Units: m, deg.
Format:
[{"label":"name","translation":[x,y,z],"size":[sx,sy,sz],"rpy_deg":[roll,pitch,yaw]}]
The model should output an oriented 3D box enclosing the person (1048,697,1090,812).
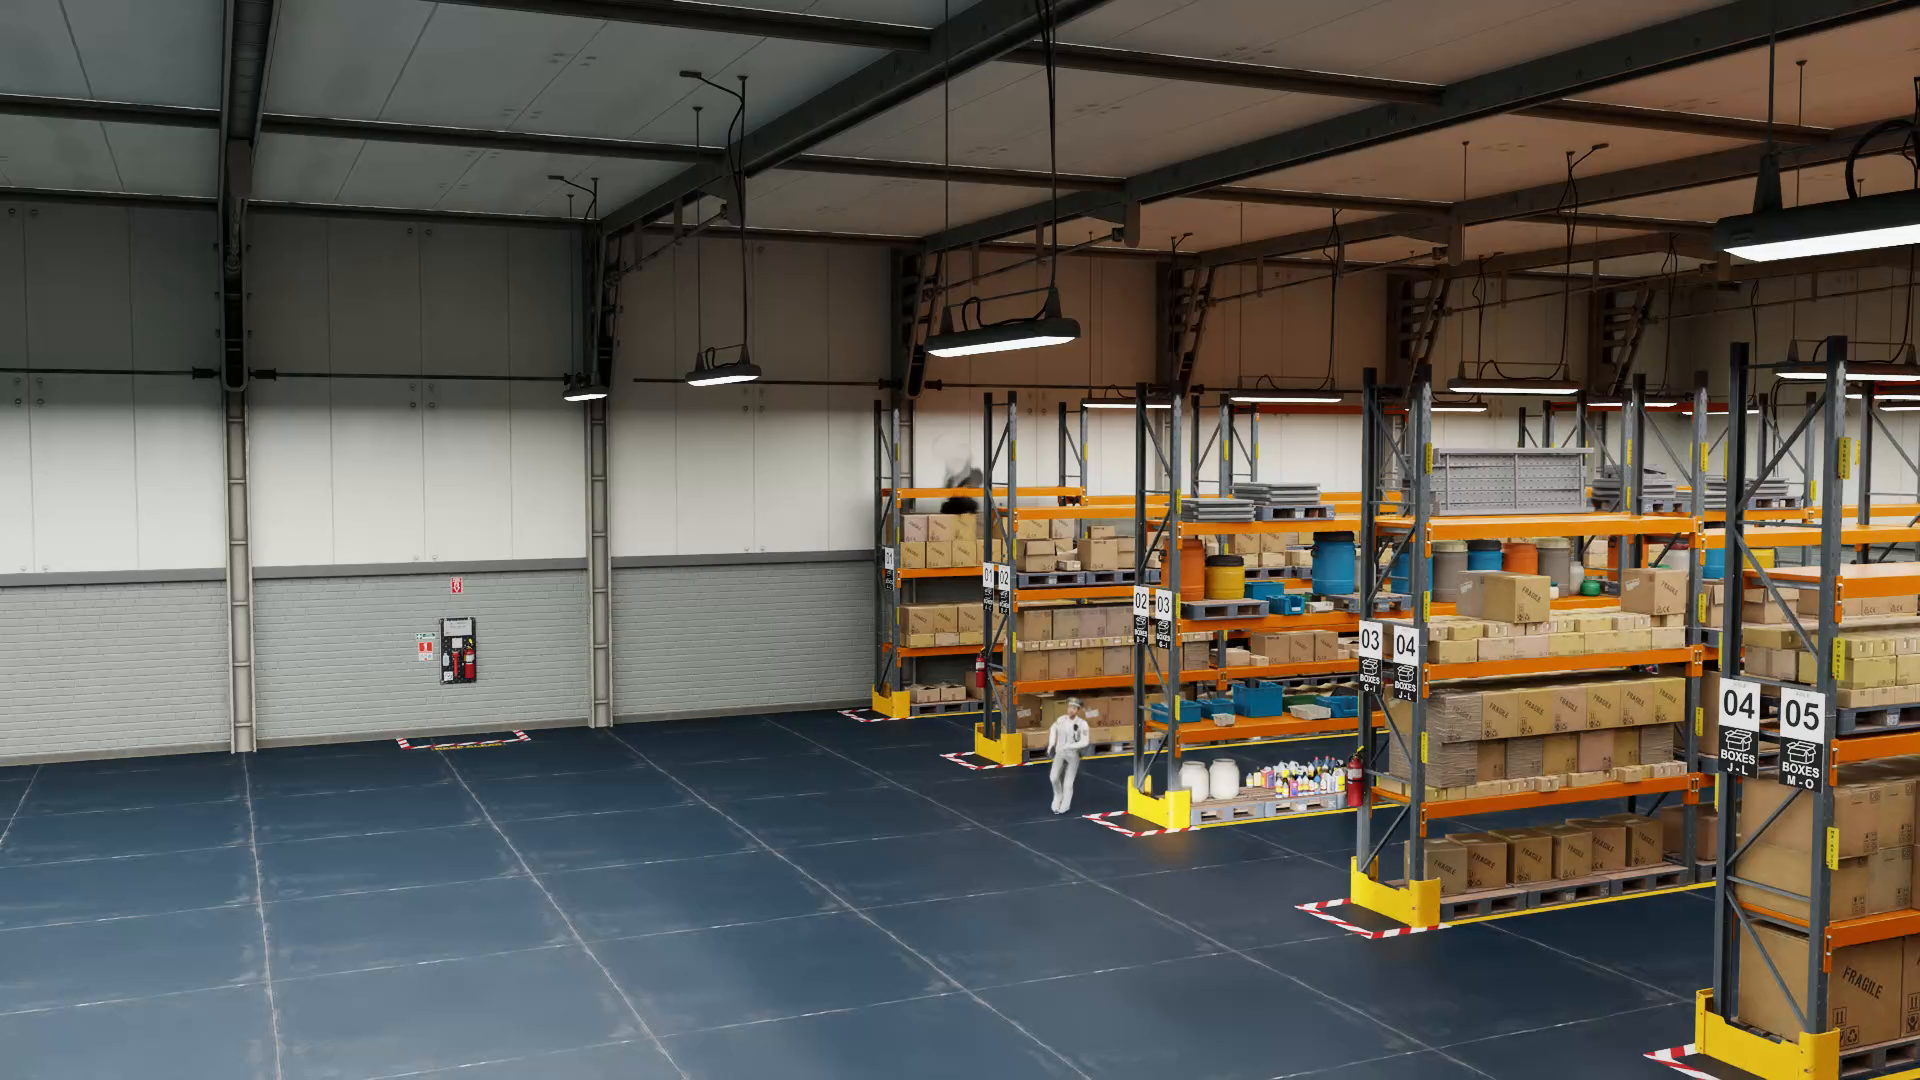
[{"label":"person","translation":[1.489,2.992,23.059],"size":[0.626,1.635,0.605],"rpy_deg":[1,4,18]}]
